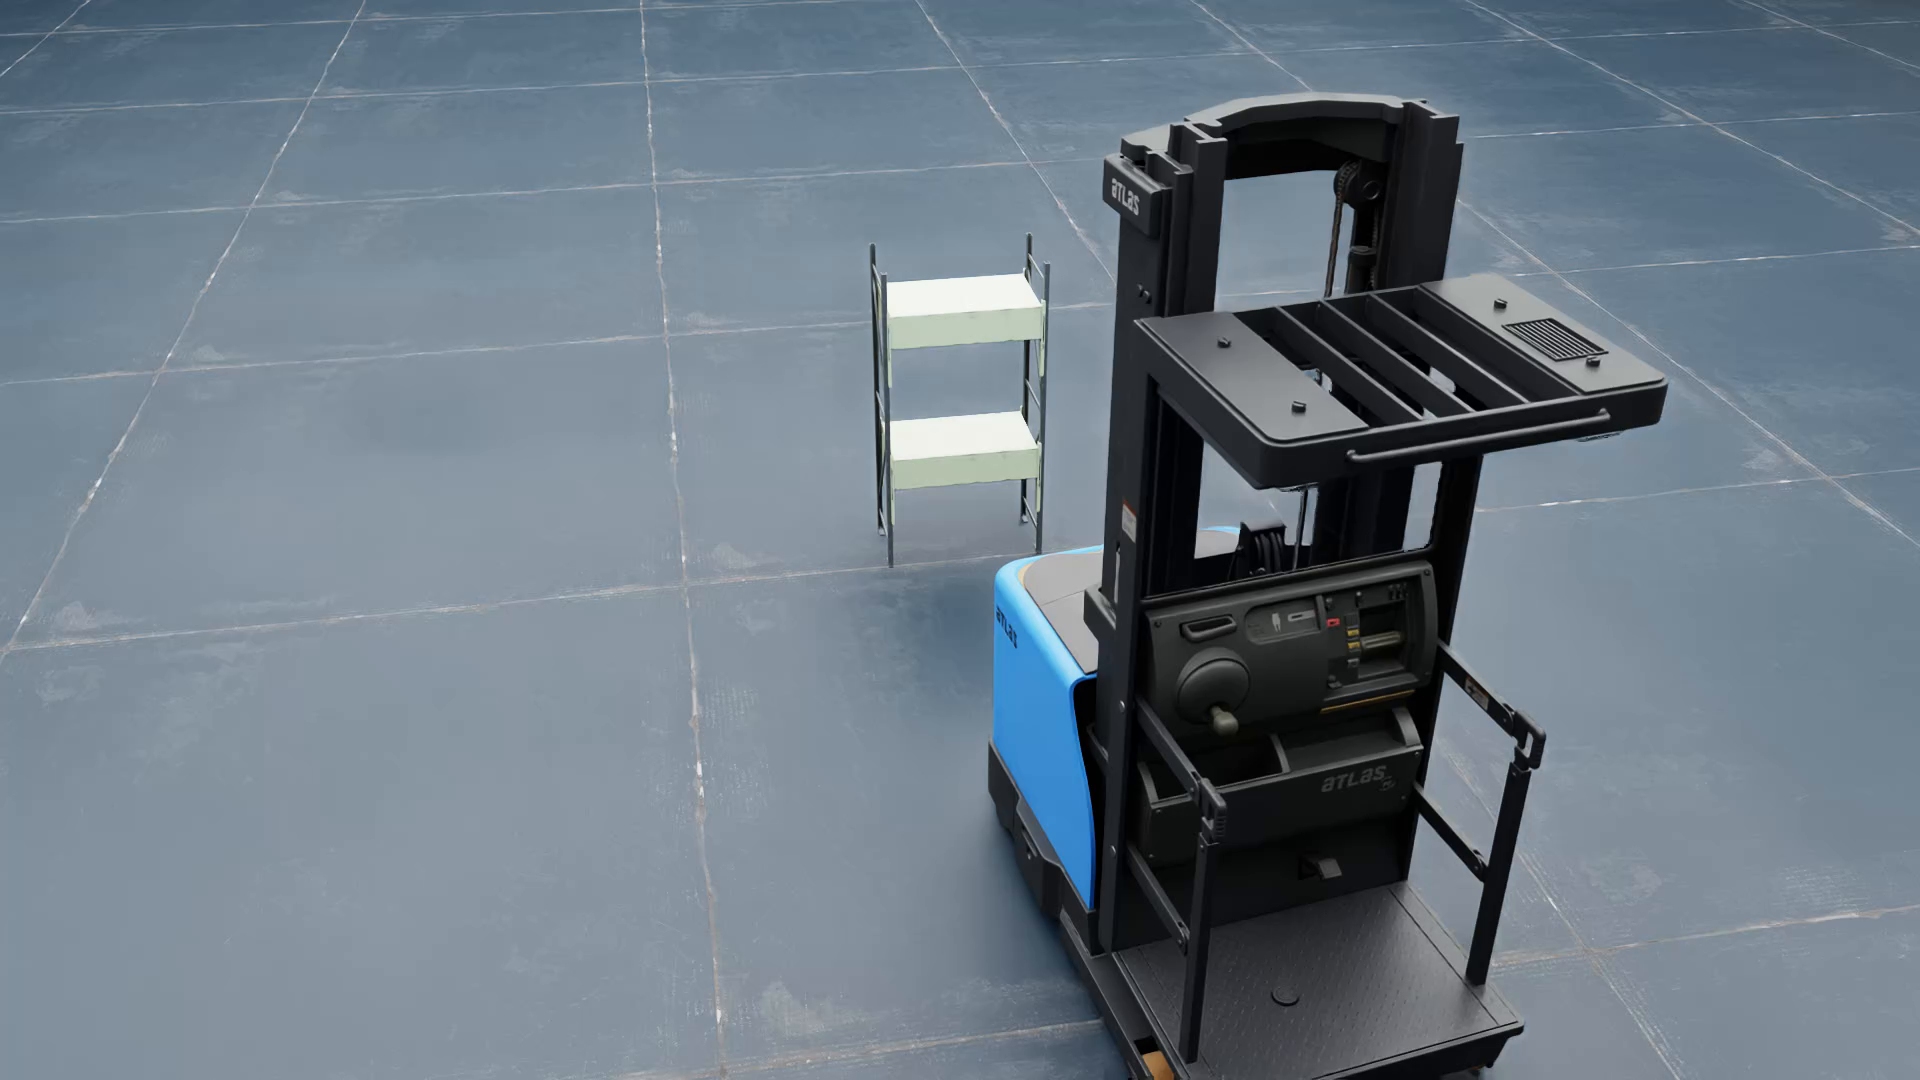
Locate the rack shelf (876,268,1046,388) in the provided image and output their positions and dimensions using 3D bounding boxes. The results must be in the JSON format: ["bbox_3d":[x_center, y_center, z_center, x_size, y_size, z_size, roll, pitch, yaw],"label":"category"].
[{"bbox_3d":[-0.007,-0.982,7.671,0.720,0.370,0.431,-5,31,-9],"label":"rack shelf"}]

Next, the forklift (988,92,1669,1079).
[{"bbox_3d":[1.059,0.373,4.724,1.130,2.935,3.031,-10,32,-16],"label":"forklift"}]

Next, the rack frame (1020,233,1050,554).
[{"bbox_3d":[0.353,-0.679,7.926,0.023,1.500,0.400,-5,31,-9],"label":"rack frame"}]

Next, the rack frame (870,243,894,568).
[{"bbox_3d":[-0.367,-0.612,7.812,0.023,1.500,0.400,-5,31,-9],"label":"rack frame"}]

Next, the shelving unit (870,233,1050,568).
[{"bbox_3d":[-0.007,-0.646,7.869,0.755,1.500,0.431,-5,31,-9],"label":"shelving unit"}]

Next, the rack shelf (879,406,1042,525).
[{"bbox_3d":[-0.007,-0.365,8.034,0.720,0.370,0.431,-5,31,-9],"label":"rack shelf"}]
